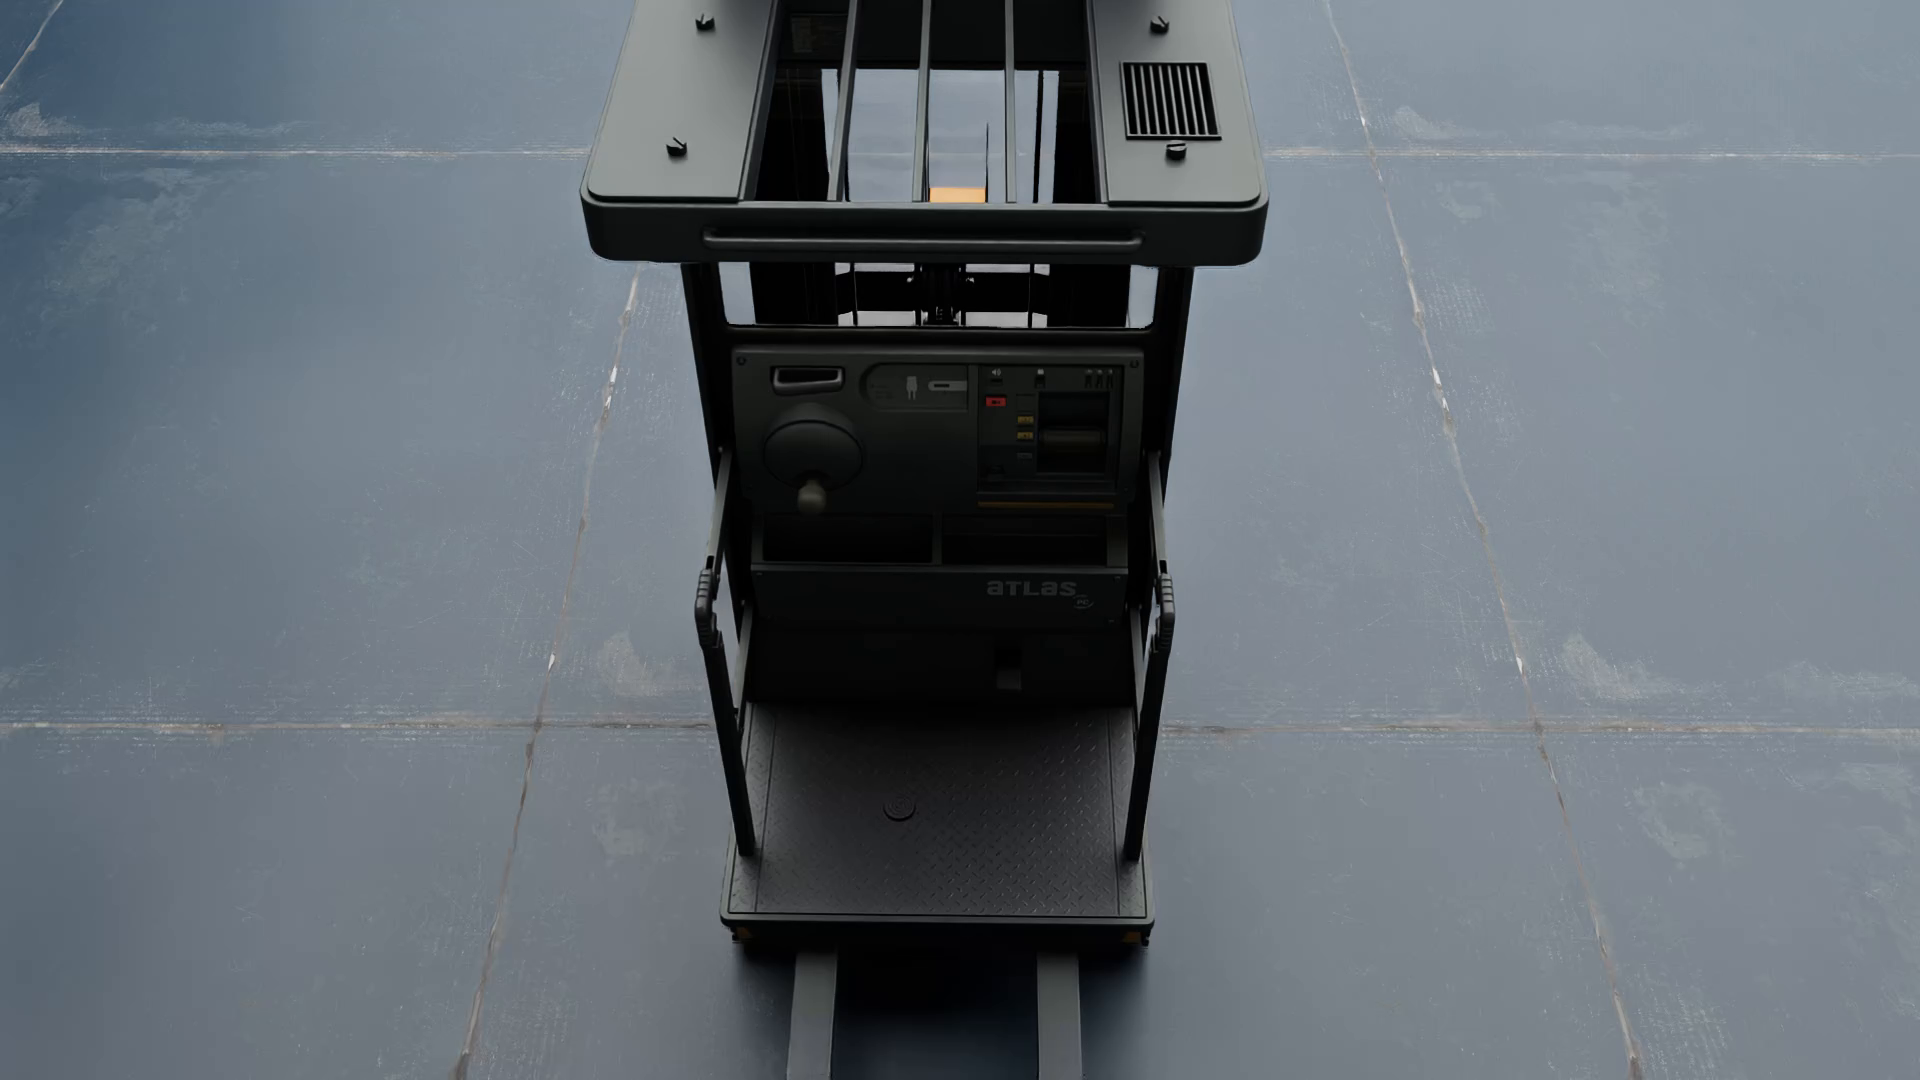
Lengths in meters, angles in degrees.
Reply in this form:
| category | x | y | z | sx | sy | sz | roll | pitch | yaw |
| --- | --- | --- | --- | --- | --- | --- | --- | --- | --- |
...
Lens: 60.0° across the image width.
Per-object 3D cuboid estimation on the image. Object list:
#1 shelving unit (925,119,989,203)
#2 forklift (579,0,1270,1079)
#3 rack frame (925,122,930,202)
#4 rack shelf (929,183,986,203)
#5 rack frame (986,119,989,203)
| category | x | y | z | sx | sy | sz | roll | pitch | yaw |
| --- | --- | --- | --- | --- | --- | --- | --- | --- | --- |
| shelving unit | -0.009 | -0.782 | 5.414 | 0.189 | 1.200 | 0.258 | 1 | 47 | 1 |
| forklift | -0.051 | -0.153 | 3.647 | 1.130 | 2.935 | 3.031 | 1 | 47 | 1 |
| rack frame | -0.100 | -0.783 | 5.415 | 0.006 | 1.200 | 0.240 | 1 | 47 | 1 |
| rack shelf | -0.009 | -0.999 | 5.184 | 0.180 | 0.103 | 0.258 | 1 | 47 | 1 |
| rack frame | 0.082 | -0.781 | 5.413 | 0.006 | 1.200 | 0.240 | 1 | 47 | 1 |
